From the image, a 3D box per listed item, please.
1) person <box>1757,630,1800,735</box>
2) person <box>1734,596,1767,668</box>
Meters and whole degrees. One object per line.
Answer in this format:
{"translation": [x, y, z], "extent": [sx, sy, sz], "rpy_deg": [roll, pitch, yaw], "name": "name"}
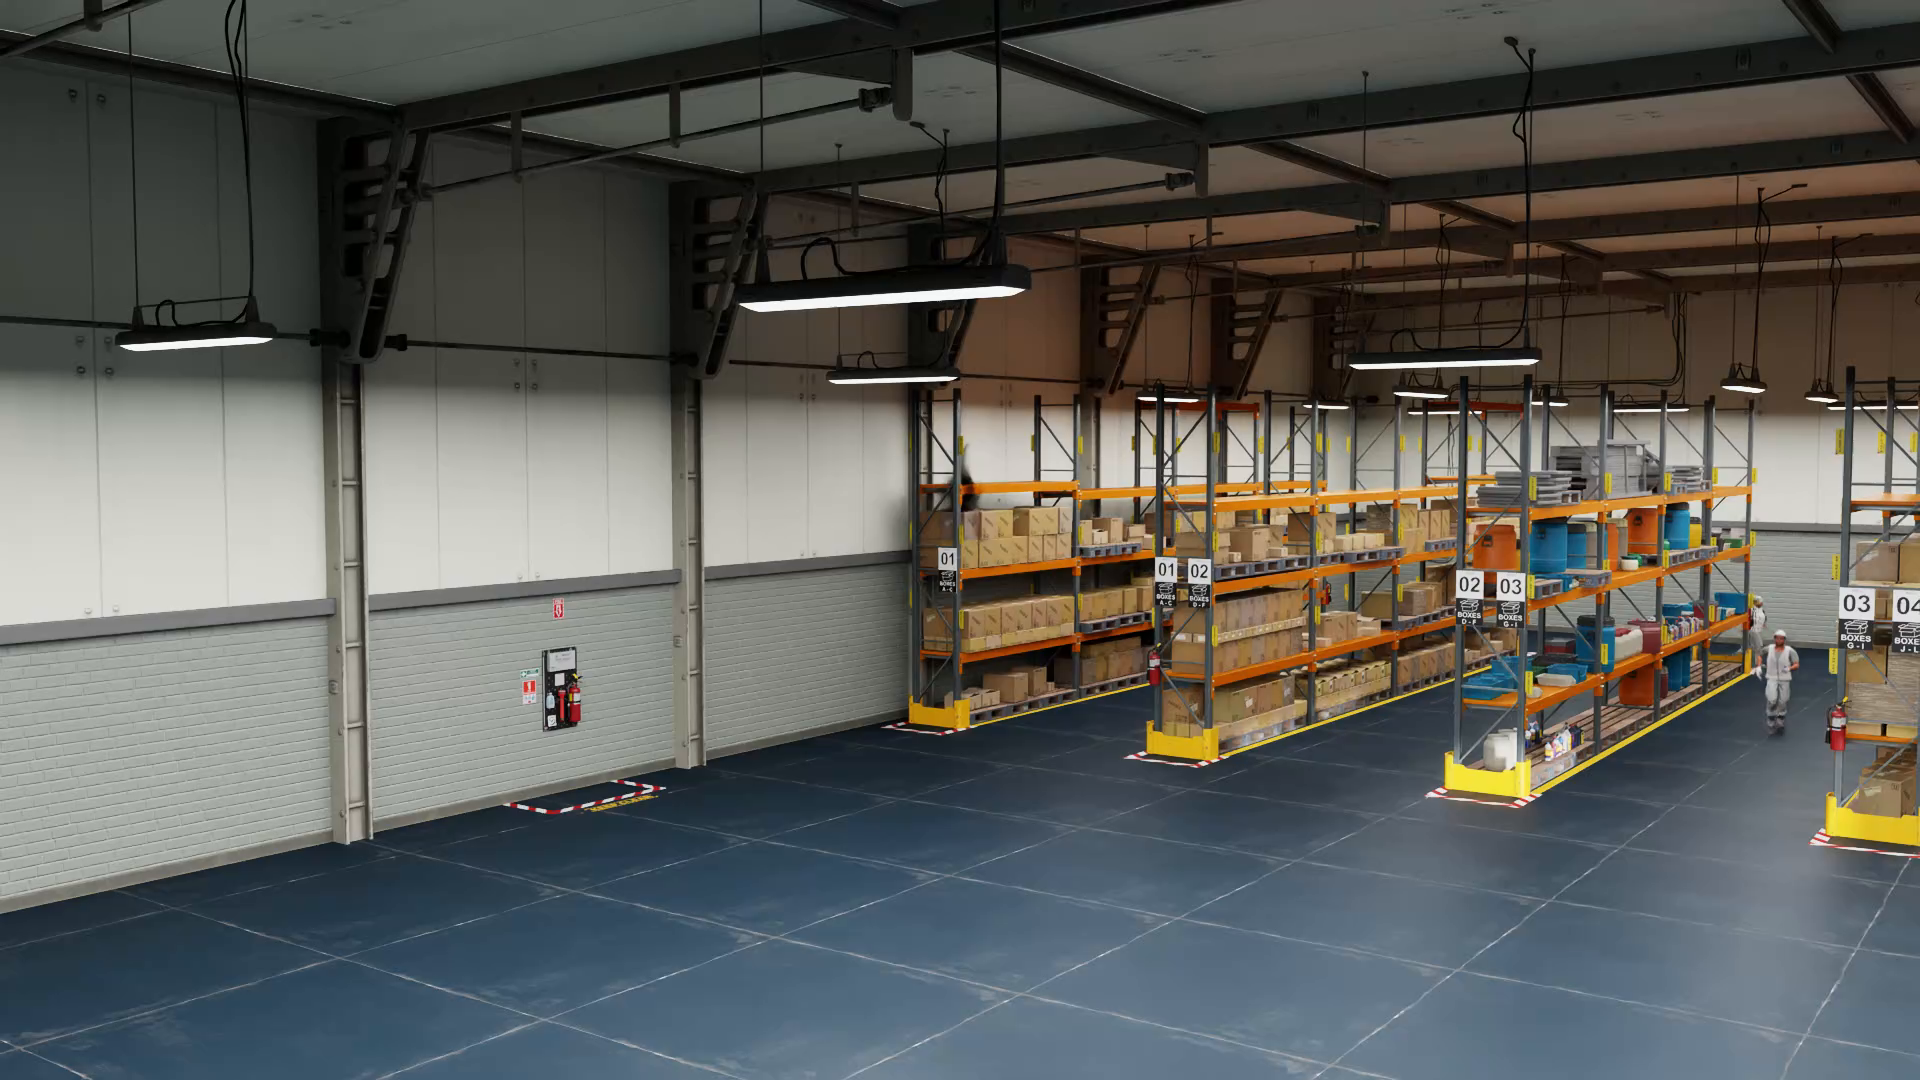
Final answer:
{"translation": [14.189, 2.482, 28.853], "extent": [0.666, 1.855, 0.755], "rpy_deg": [1, 4, 24], "name": "person"}
{"translation": [17.838, 2.061, 37.556], "extent": [0.612, 1.640, 0.790], "rpy_deg": [-3, 5, -44], "name": "person"}
